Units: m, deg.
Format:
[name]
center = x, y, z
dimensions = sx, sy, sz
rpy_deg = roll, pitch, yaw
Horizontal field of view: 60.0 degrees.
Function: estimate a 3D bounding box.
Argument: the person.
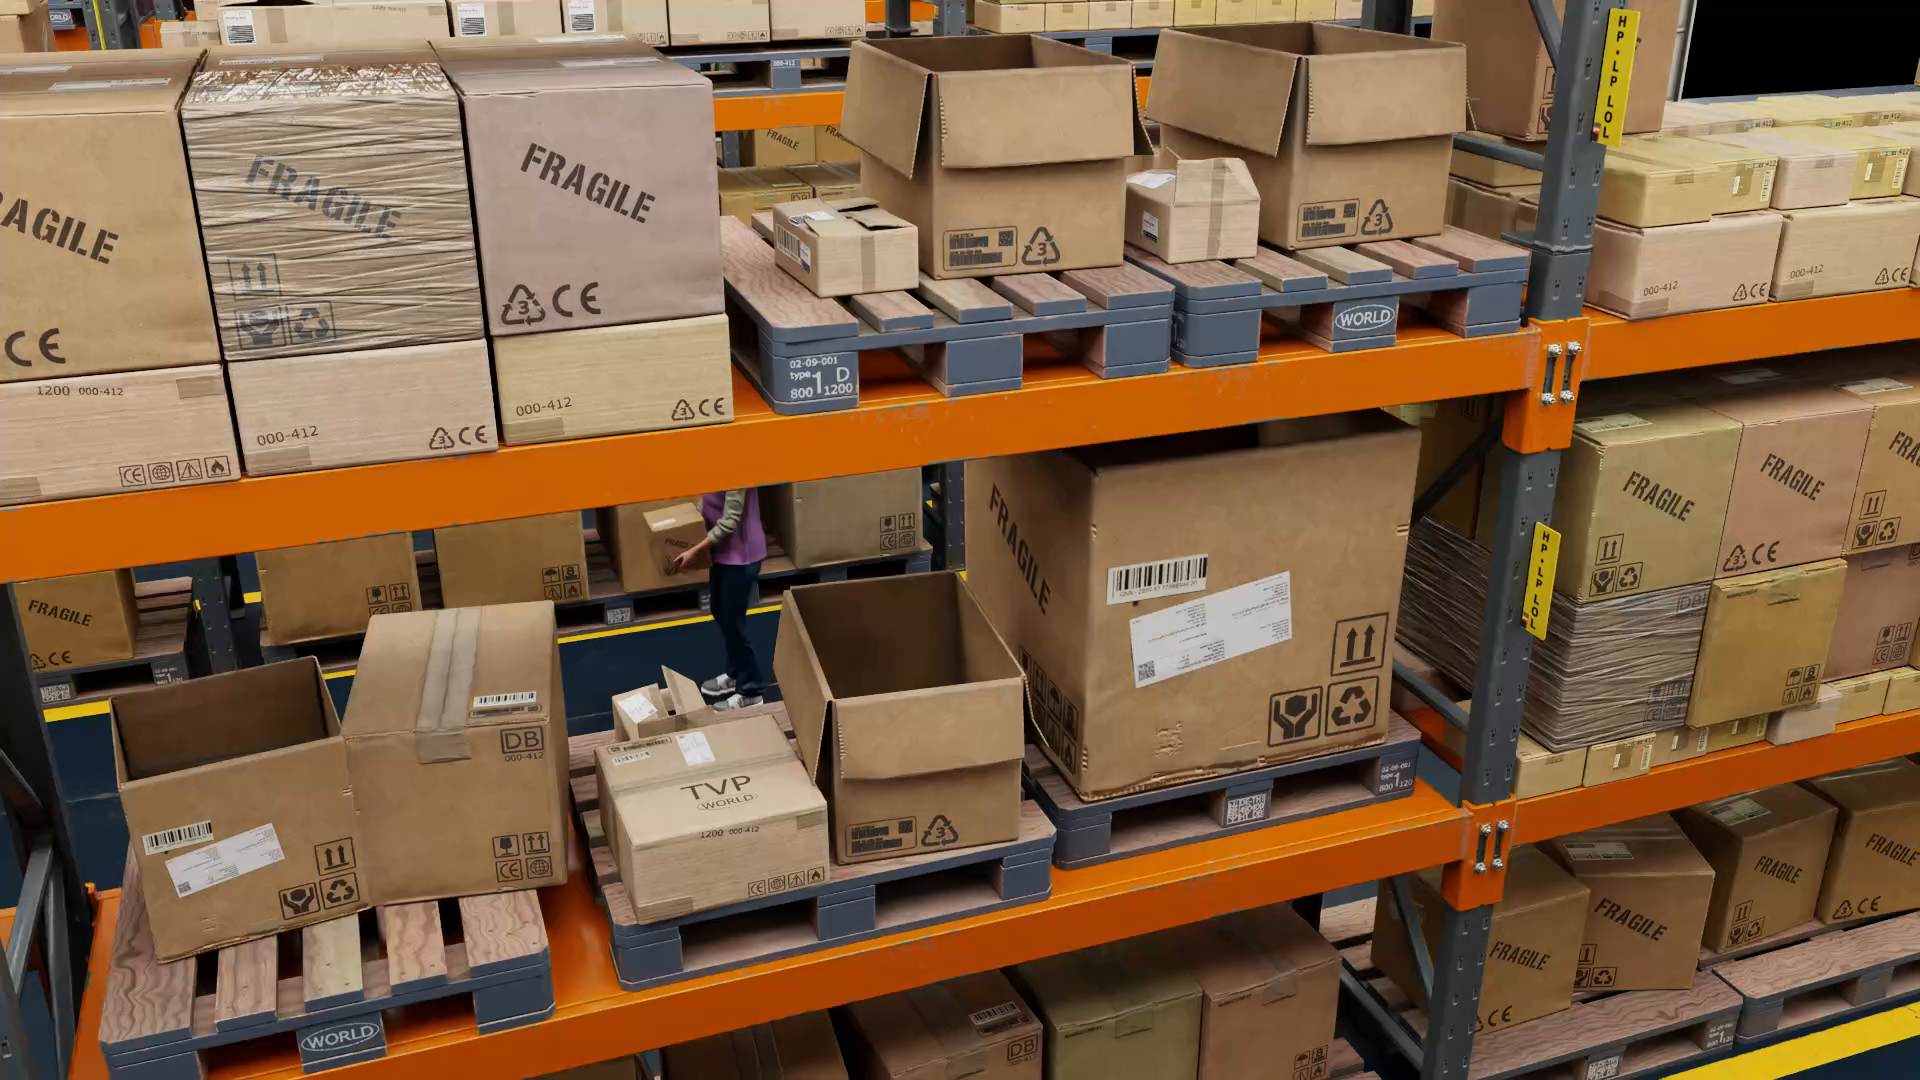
[person]
center = -1.176, 0.091, 8.053
dimensions = 0.471, 1.585, 0.438
rpy_deg = -9, 24, -19
